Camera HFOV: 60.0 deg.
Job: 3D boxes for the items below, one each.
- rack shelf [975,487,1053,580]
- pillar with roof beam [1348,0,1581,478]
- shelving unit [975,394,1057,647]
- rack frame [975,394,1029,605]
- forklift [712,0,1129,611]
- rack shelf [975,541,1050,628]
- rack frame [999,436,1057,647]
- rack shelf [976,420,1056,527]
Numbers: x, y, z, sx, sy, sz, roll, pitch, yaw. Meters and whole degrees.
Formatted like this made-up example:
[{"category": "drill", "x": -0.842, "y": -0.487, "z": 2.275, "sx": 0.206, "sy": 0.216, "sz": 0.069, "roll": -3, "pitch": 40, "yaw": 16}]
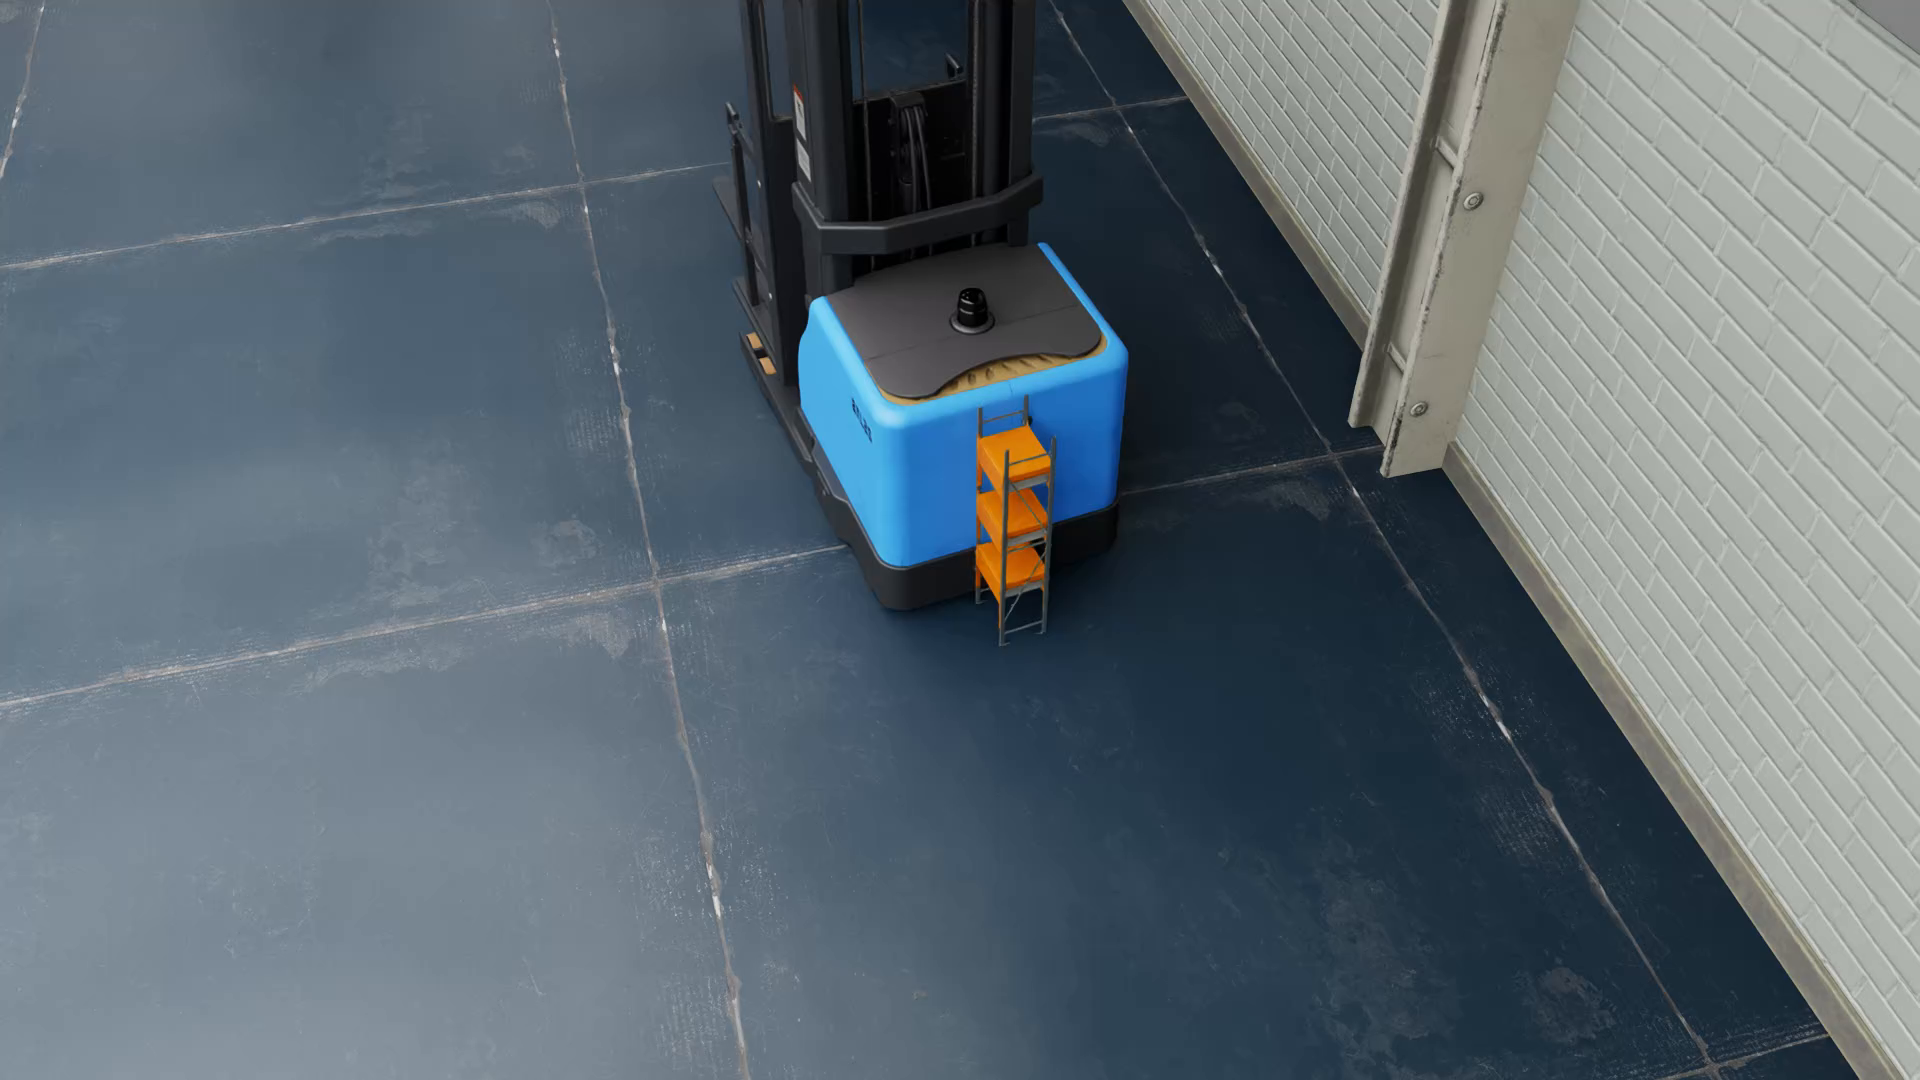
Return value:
[{"category": "rack shelf", "x": 0.203, "y": -0.045, "z": 6.325, "sx": 0.215, "sy": 0.259, "sz": 0.240, "roll": -16, "pitch": 48, "yaw": -15}, {"category": "pillar with roof beam", "x": -2.208, "y": -2.798, "z": 3.443, "sx": 9.100, "sy": 9.000, "sz": 0.400, "roll": -11, "pitch": 47, "yaw": -10}, {"category": "shelving unit", "x": 0.203, "y": -0.053, "z": 6.317, "sx": 0.215, "sy": 1.050, "sz": 0.252, "roll": -16, "pitch": 48, "yaw": -15}, {"category": "rack frame", "x": 0.156, "y": -0.133, "z": 6.396, "sx": 0.200, "sy": 1.050, "sz": 0.008, "roll": -16, "pitch": 48, "yaw": -15}, {"category": "forklift", "x": -0.379, "y": -1.813, "z": 6.725, "sx": 1.130, "sy": 2.935, "sz": 3.031, "roll": -16, "pitch": 48, "yaw": -15}, {"category": "rack shelf", "x": 0.203, "y": 0.149, "z": 6.523, "sx": 0.215, "sy": 0.259, "sz": 0.240, "roll": -16, "pitch": 48, "yaw": -15}, {"category": "rack frame", "x": 0.249, "y": 0.028, "z": 6.238, "sx": 0.200, "sy": 1.050, "sz": 0.008, "roll": -16, "pitch": 48, "yaw": -15}, {"category": "rack shelf", "x": 0.203, "y": -0.244, "z": 6.122, "sx": 0.215, "sy": 0.259, "sz": 0.240, "roll": -16, "pitch": 48, "yaw": -15}]
